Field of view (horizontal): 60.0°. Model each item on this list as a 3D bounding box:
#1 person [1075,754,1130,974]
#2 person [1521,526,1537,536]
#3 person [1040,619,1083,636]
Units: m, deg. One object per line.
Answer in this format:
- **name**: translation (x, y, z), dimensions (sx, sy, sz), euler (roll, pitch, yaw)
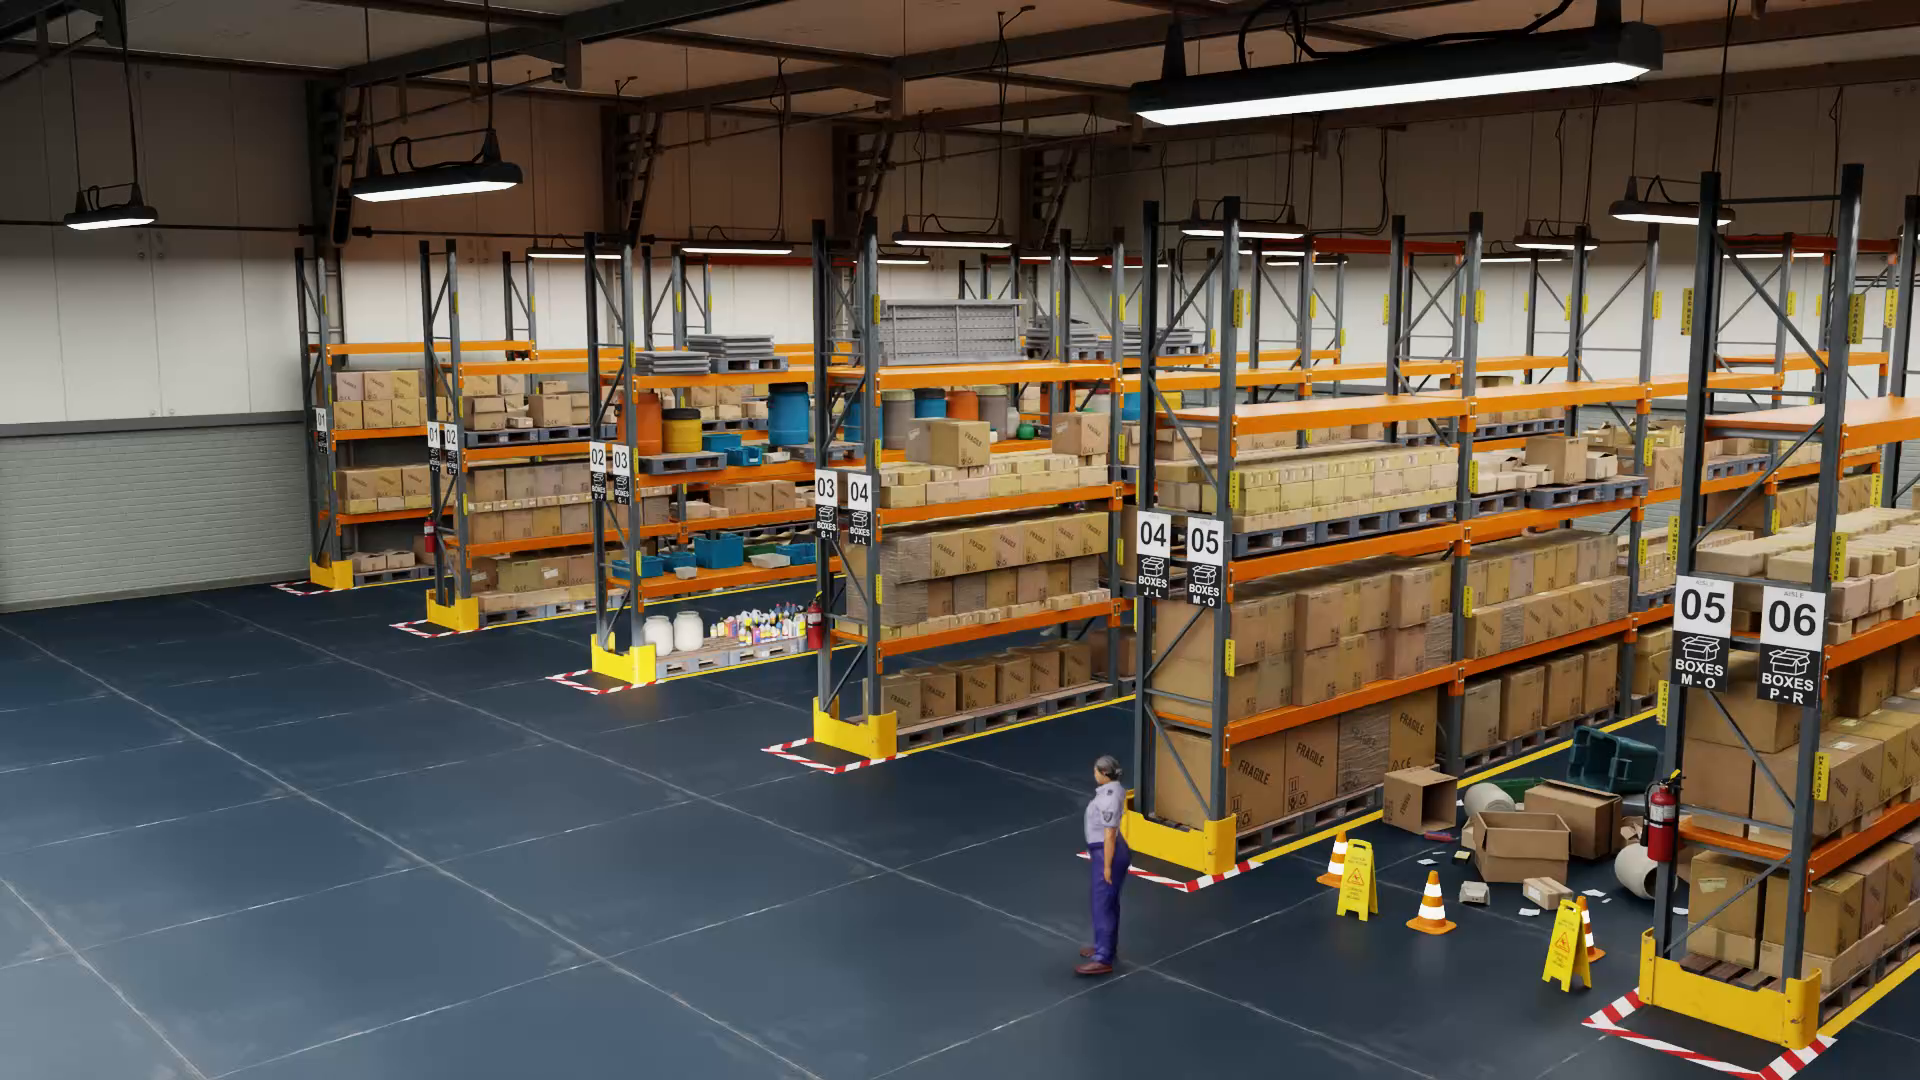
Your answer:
- **person**: translation (1.088, 2.481, 12.857), dimensions (0.362, 1.652, 0.583), euler (1, 8, 6)
- **person**: translation (8.919, 0.567, 26.052), dimensions (0.932, 1.670, 0.457), euler (-7, 11, -41)
- **person**: translation (1.481, 0.504, 24.038), dimensions (0.577, 1.750, 0.556), euler (3, 9, 18)
